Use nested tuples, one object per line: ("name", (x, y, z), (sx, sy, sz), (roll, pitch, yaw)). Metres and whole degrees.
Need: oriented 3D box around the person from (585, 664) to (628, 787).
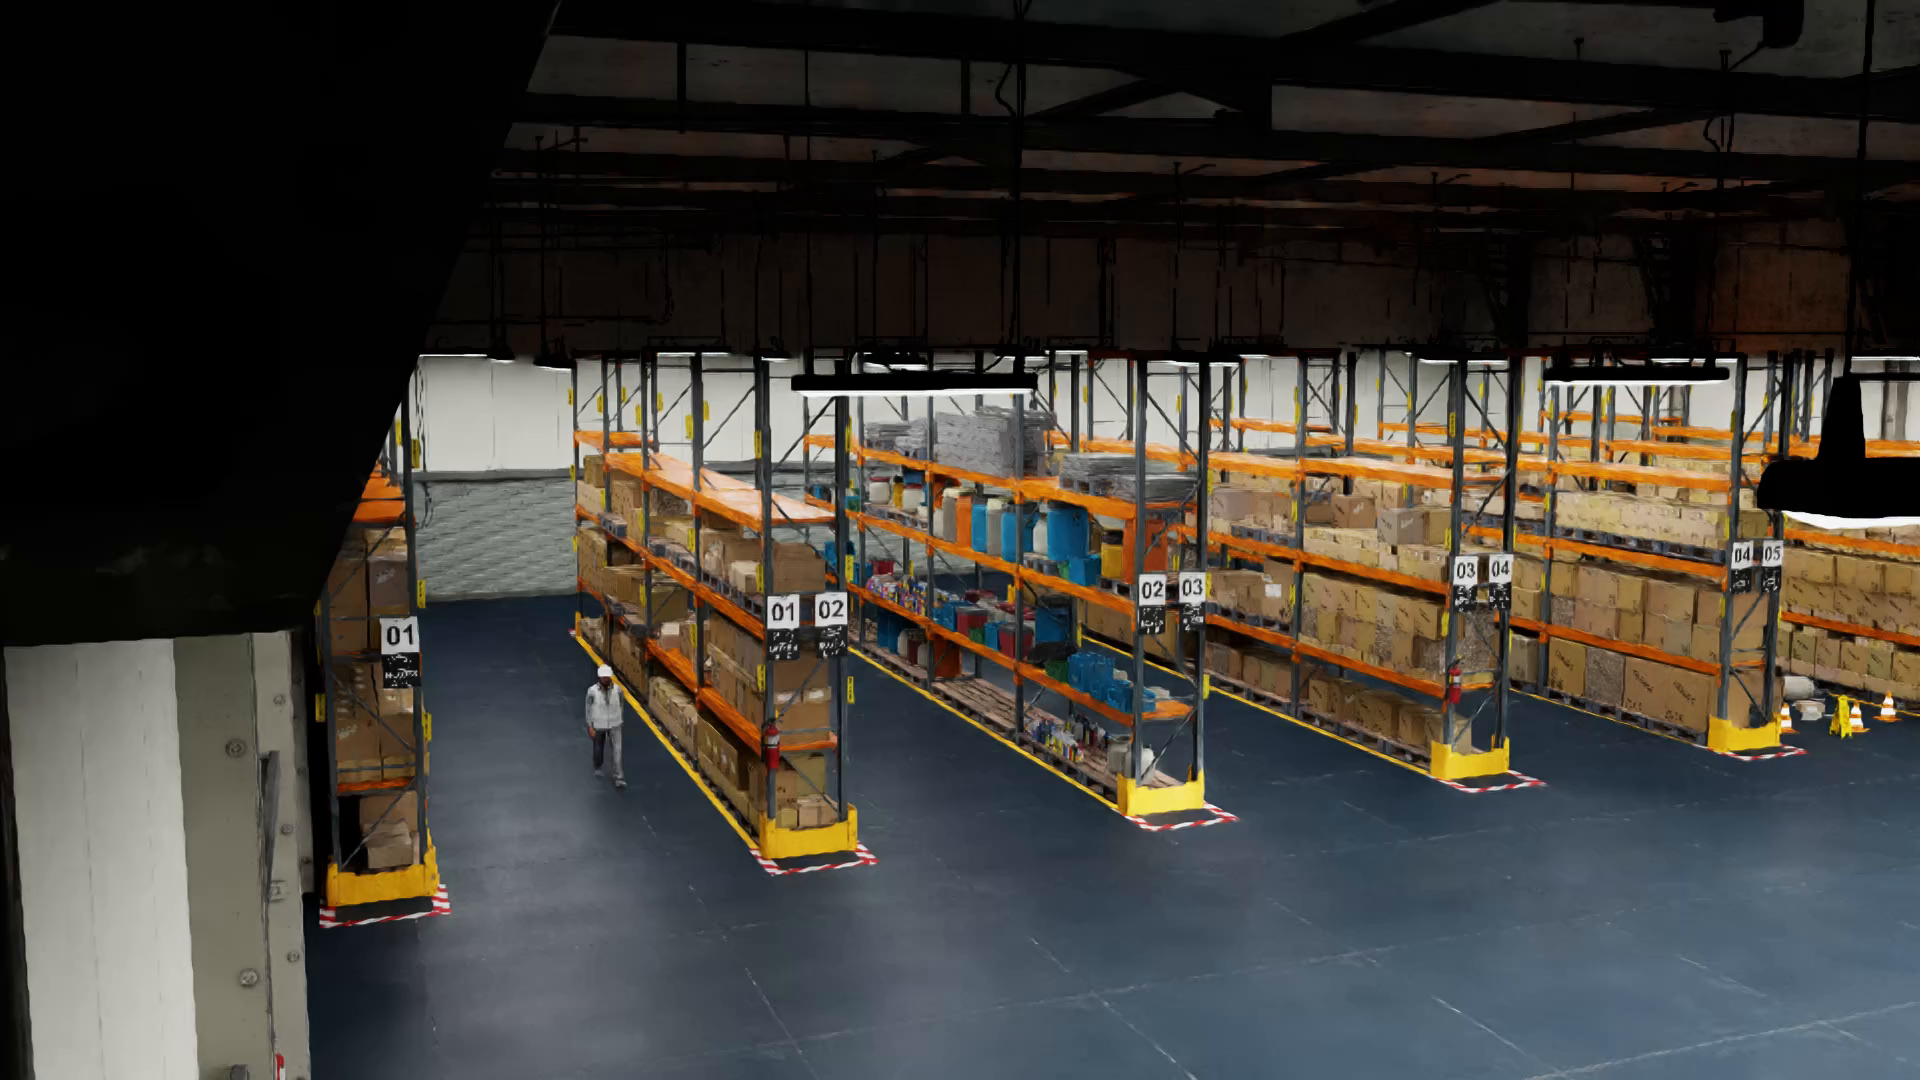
("person", (-4.991, 2.579, 23.385), (0.543, 1.698, 1.115), (-2, 7, -19))
